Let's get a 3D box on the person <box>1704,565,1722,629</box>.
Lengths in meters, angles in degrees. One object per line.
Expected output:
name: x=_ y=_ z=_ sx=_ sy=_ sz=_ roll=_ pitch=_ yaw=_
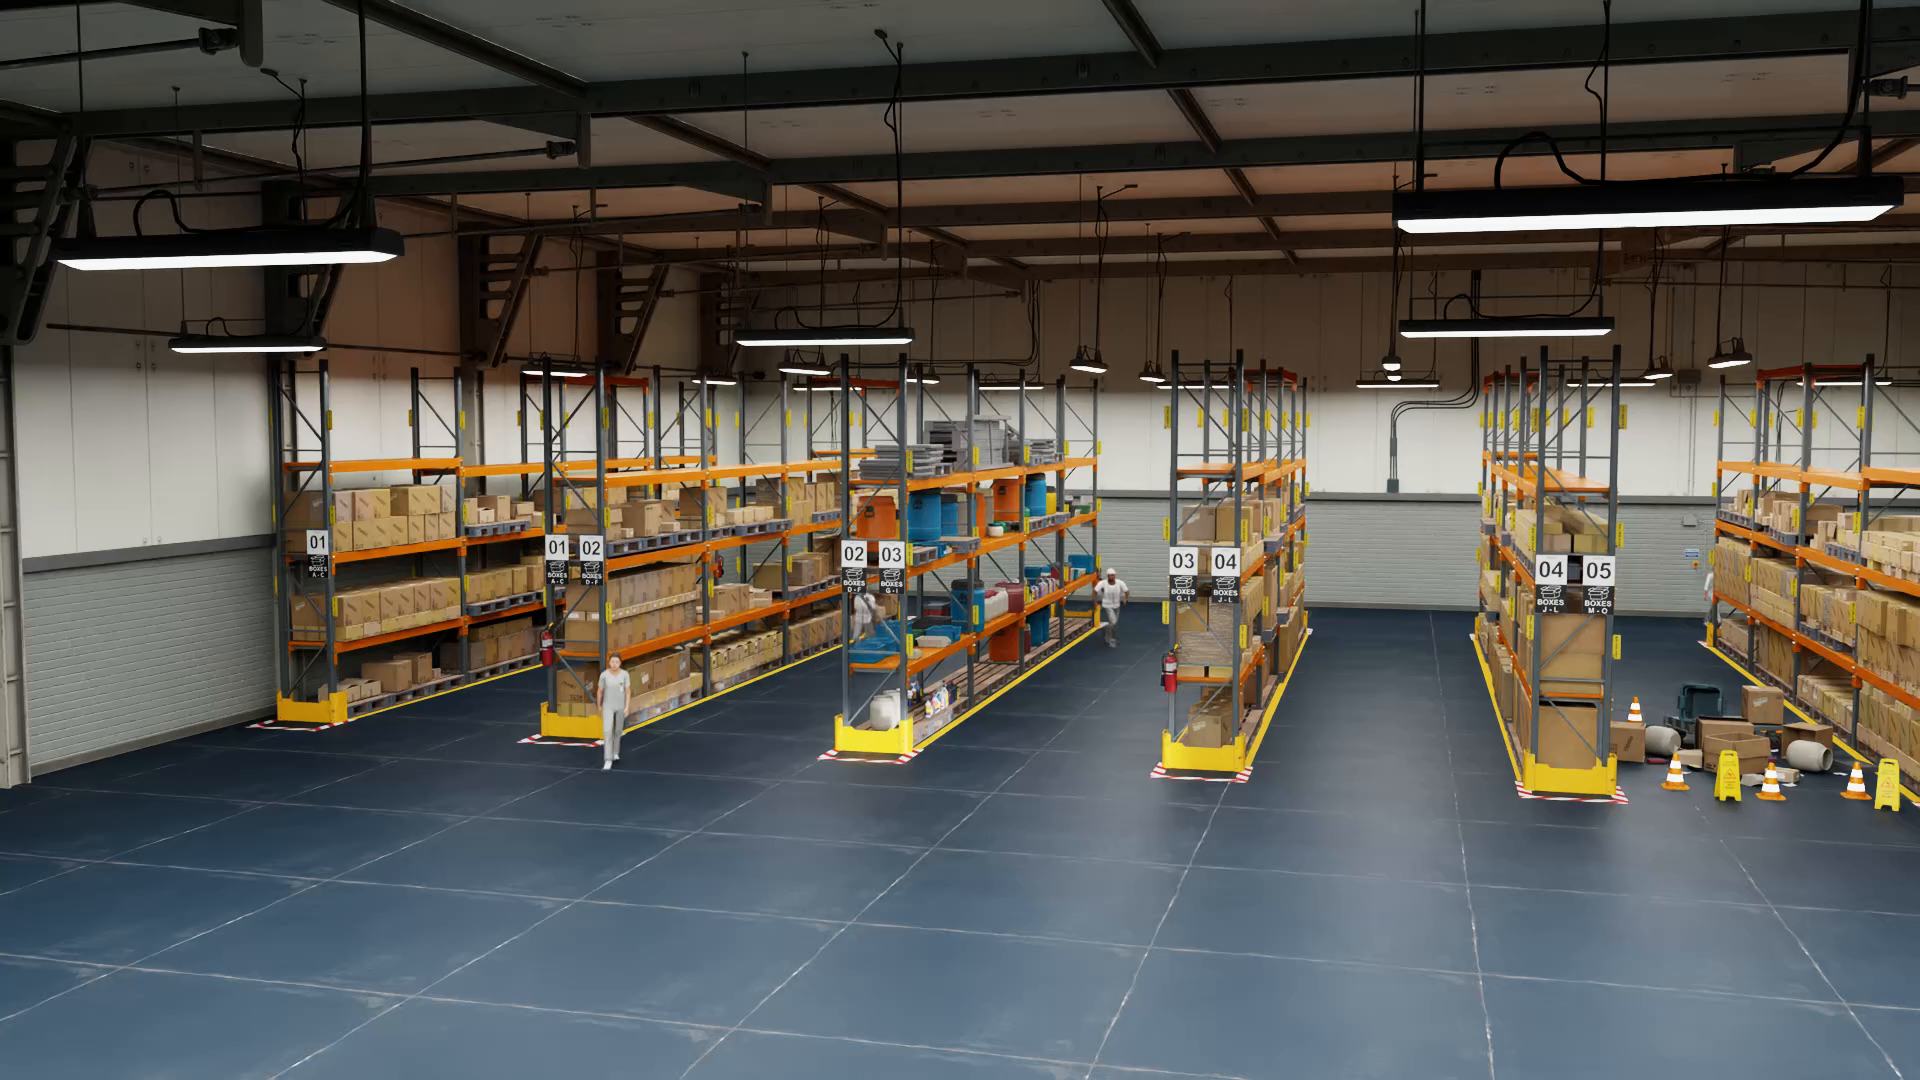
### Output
person: x=18.168 y=1.341 z=39.876 sx=0.430 sy=1.546 sz=0.952 roll=-1 pitch=4 yaw=-12

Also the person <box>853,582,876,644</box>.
person: x=-1.877 y=1.637 z=33.199 sx=0.456 sy=1.655 sz=0.861 roll=1 pitch=4 yaw=12

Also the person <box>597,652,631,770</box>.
person: x=-5.005 y=2.432 z=24.066 sx=0.486 sy=1.624 sz=0.928 roll=-2 pitch=4 yaw=-23

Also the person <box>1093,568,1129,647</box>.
person: x=3.360 y=1.516 z=36.891 sx=0.754 sy=1.799 sz=0.769 roll=-2 pitch=5 yaw=-24
